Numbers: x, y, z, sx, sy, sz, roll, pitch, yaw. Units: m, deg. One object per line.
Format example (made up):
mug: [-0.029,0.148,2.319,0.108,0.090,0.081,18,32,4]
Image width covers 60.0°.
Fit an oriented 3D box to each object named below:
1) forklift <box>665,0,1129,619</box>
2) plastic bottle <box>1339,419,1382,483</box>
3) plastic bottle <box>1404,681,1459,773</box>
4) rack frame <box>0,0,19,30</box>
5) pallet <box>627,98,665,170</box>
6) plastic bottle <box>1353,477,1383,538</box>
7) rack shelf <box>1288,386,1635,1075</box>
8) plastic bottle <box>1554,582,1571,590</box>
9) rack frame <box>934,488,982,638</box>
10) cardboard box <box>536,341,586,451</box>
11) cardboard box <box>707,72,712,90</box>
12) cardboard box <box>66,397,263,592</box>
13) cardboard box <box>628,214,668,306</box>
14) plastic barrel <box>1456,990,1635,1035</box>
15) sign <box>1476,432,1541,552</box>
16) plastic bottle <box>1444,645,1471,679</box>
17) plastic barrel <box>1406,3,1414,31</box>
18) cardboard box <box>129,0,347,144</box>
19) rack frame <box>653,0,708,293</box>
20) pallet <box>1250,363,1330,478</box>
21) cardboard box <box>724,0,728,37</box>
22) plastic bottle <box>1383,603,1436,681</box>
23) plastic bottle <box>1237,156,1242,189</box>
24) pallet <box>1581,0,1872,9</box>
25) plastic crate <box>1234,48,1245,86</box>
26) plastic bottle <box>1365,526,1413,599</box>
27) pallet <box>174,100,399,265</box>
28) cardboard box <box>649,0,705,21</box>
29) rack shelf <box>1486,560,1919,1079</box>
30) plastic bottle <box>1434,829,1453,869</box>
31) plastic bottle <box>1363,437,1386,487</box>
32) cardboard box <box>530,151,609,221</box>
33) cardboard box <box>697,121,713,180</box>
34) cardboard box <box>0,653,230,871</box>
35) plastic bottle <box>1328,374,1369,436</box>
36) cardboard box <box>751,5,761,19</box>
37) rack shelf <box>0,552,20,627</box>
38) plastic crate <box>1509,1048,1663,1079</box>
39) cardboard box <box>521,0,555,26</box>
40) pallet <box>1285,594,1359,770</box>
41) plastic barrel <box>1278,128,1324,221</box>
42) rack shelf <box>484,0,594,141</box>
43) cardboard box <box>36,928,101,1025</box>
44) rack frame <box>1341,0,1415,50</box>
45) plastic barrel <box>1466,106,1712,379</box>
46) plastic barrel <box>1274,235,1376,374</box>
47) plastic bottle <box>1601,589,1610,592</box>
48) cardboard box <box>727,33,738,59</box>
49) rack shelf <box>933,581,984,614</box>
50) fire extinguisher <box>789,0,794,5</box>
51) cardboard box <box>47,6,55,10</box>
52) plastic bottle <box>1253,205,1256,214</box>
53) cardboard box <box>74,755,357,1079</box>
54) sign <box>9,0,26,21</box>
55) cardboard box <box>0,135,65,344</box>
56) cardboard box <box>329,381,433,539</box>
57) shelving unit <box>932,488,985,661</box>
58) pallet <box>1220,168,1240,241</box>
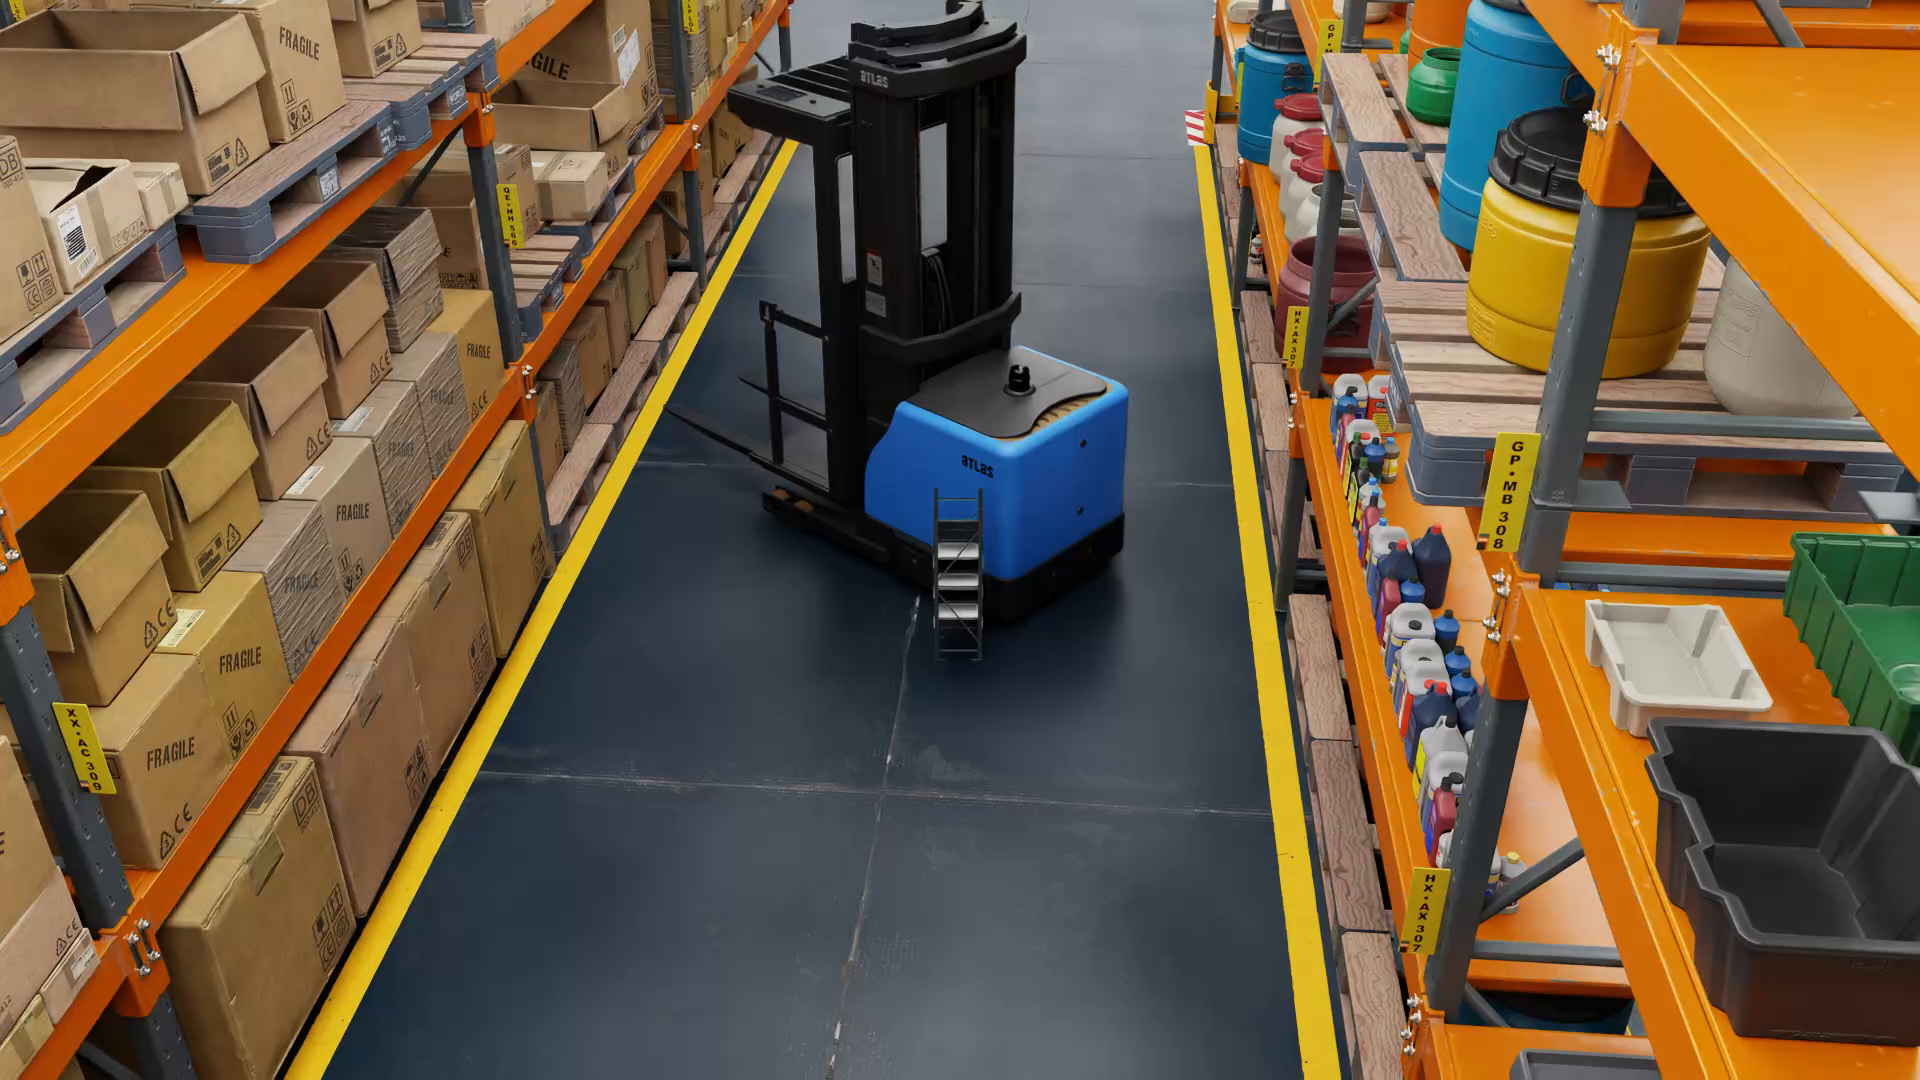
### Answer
forklift: [-0.516,-1.488,9.151,3.031,2.935,1.130,26,40,35]
plastic bottle: [1.791,-0.391,7.424,0.152,0.276,0.135,2,32,4]
plastic bottle: [1.625,0.623,5.707,0.144,0.351,0.185,2,32,4]
rack frame: [-7.360,-3.466,12.295,1.000,3.000,0.127,2,32,4]
pallet: [-2.632,-2.726,11.277,1.003,0.211,1.213,2,32,4]
plastic bottle: [1.725,-0.139,7.019,0.097,0.271,0.097,0,32,0]
rack shelf: [2.024,0.454,6.620,1.077,0.370,4.000,2,32,4]
plastic bottle: [2.281,0.250,6.389,0.097,0.271,0.097,0,32,0]
rack frame: [-0.009,0.127,8.466,0.240,0.900,0.006,0,32,0]
cardboard box: [-2.683,-0.874,10.053,0.700,0.500,0.500,0,32,0]
cardboard box: [-2.081,-3.456,12.518,0.380,0.149,0.250,2,32,4]
cardboard box: [-2.964,-0.180,5.912,0.797,0.503,0.637,3,32,5]
cardboard box: [-2.496,-2.004,11.886,0.700,0.500,0.500,0,32,0]
plastic barrel: [1.922,1.624,5.635,0.600,0.901,0.708,2,32,4]
sign: [1.313,-0.112,3.985,0.100,0.325,0.005,2,32,4]
plastic bottle: [1.778,0.499,5.984,0.097,0.271,0.097,0,32,0]
plastic barrel: [2.470,-2.809,7.892,0.600,0.901,0.600,0,32,0]
cardboard box: [-2.710,-1.831,6.287,0.500,0.500,0.500,4,32,7]
rack frame: [-2.424,-3.201,11.866,1.000,3.000,0.127,2,32,4]
pallet: [2.390,-0.750,10.547,1.003,0.211,1.213,2,32,4]
cardboard box: [-2.310,-4.129,12.992,0.875,0.500,0.500,2,32,4]
plastic bottle: [1.671,0.380,6.173,0.152,0.276,0.135,2,32,4]
plastic bottle: [2.343,-3.060,13.806,0.061,0.283,0.133,3,32,5]
pallet: [1.898,-1.544,4.019,1.003,0.211,1.213,2,32,4]
plastic crate: [2.332,-3.517,12.519,0.499,0.251,0.616,2,32,4]
plastic bottle: [1.716,0.092,6.639,0.152,0.276,0.135,2,32,4]
pallet: [-2.838,-1.382,6.235,1.003,0.211,1.213,4,32,6]
cardboard box: [-2.134,-4.020,11.863,0.500,0.500,0.500,2,32,4]
rack shelf: [1.698,1.269,2.439,1.077,0.370,4.000,2,32,4]
plastic bottle: [1.553,0.997,5.244,0.097,0.201,0.097,0,32,0]
plastic bottle: [1.815,-0.327,7.324,0.097,0.271,0.097,0,32,0]
cardboard box: [-2.384,-2.091,9.807,0.500,0.250,0.500,2,32,3]
cardboard box: [-2.341,-3.151,13.767,0.500,0.500,0.500,0,32,0]
cardboard box: [-2.789,0.710,5.424,0.500,0.500,0.500,3,32,4]
plastic bottle: [1.829,-0.633,7.816,0.152,0.276,0.135,2,32,4]
cardboard box: [-1.942,-4.634,14.431,0.380,0.149,0.250,2,32,4]
rack shelf: [-3.239,1.057,2.782,1.077,0.370,4.000,2,32,4]
plastic crate: [1.538,1.597,3.962,0.402,0.464,0.583,2,32,4]
cardboard box: [-2.416,-2.826,8.541,0.500,0.250,0.500,3,32,5]
pallet: [2.164,0.703,8.188,1.003,0.211,1.213,2,32,4]
plastic barrel: [2.156,-2.173,10.068,0.433,0.535,0.433,0,32,0]
rack shelf: [-2.587,-3.126,9.570,1.077,0.370,4.000,2,32,4]
cardboard box: [-2.774,1.262,4.862,0.380,0.149,0.250,3,32,4]
rack frame: [2.187,-3.452,6.554,1.000,3.000,0.127,2,32,4]
plastic barrel: [1.733,-0.828,4.576,0.600,0.588,0.600,0,32,0]
plastic barrel: [1.922,-1.211,8.507,0.600,0.536,0.708,2,32,4]
plastic bottle: [2.417,0.307,6.296,0.097,0.271,0.097,0,32,0]
cardboard box: [-1.998,-3.979,13.367,0.380,0.149,0.250,2,32,4]
rack shelf: [-0.009,0.285,8.444,0.258,0.077,0.200,0,32,0]
fire extinguisher: [-1.630,-5.300,15.345,0.296,0.674,0.183,2,32,4]
cardboard box: [-7.341,-3.723,12.570,0.875,0.550,0.550,2,32,4]
plastic bottle: [2.293,-2.499,12.831,0.144,0.351,0.185,1,32,2]
cardboard box: [-3.043,1.372,6.069,1.225,0.875,0.875,3,32,4]
sign: [-6.818,-3.907,11.983,0.100,0.325,0.005,2,32,4]
cardboard box: [-3.038,-0.820,4.647,0.700,0.500,0.500,3,32,5]
cardboard box: [-2.629,-0.351,7.146,0.500,0.500,0.500,1,32,2]
shelving unit: [-0.009,0.180,8.380,0.258,0.900,0.210,0,32,0]
pallet: [2.705,-2.792,13.859,1.003,0.211,1.213,2,32,4]
